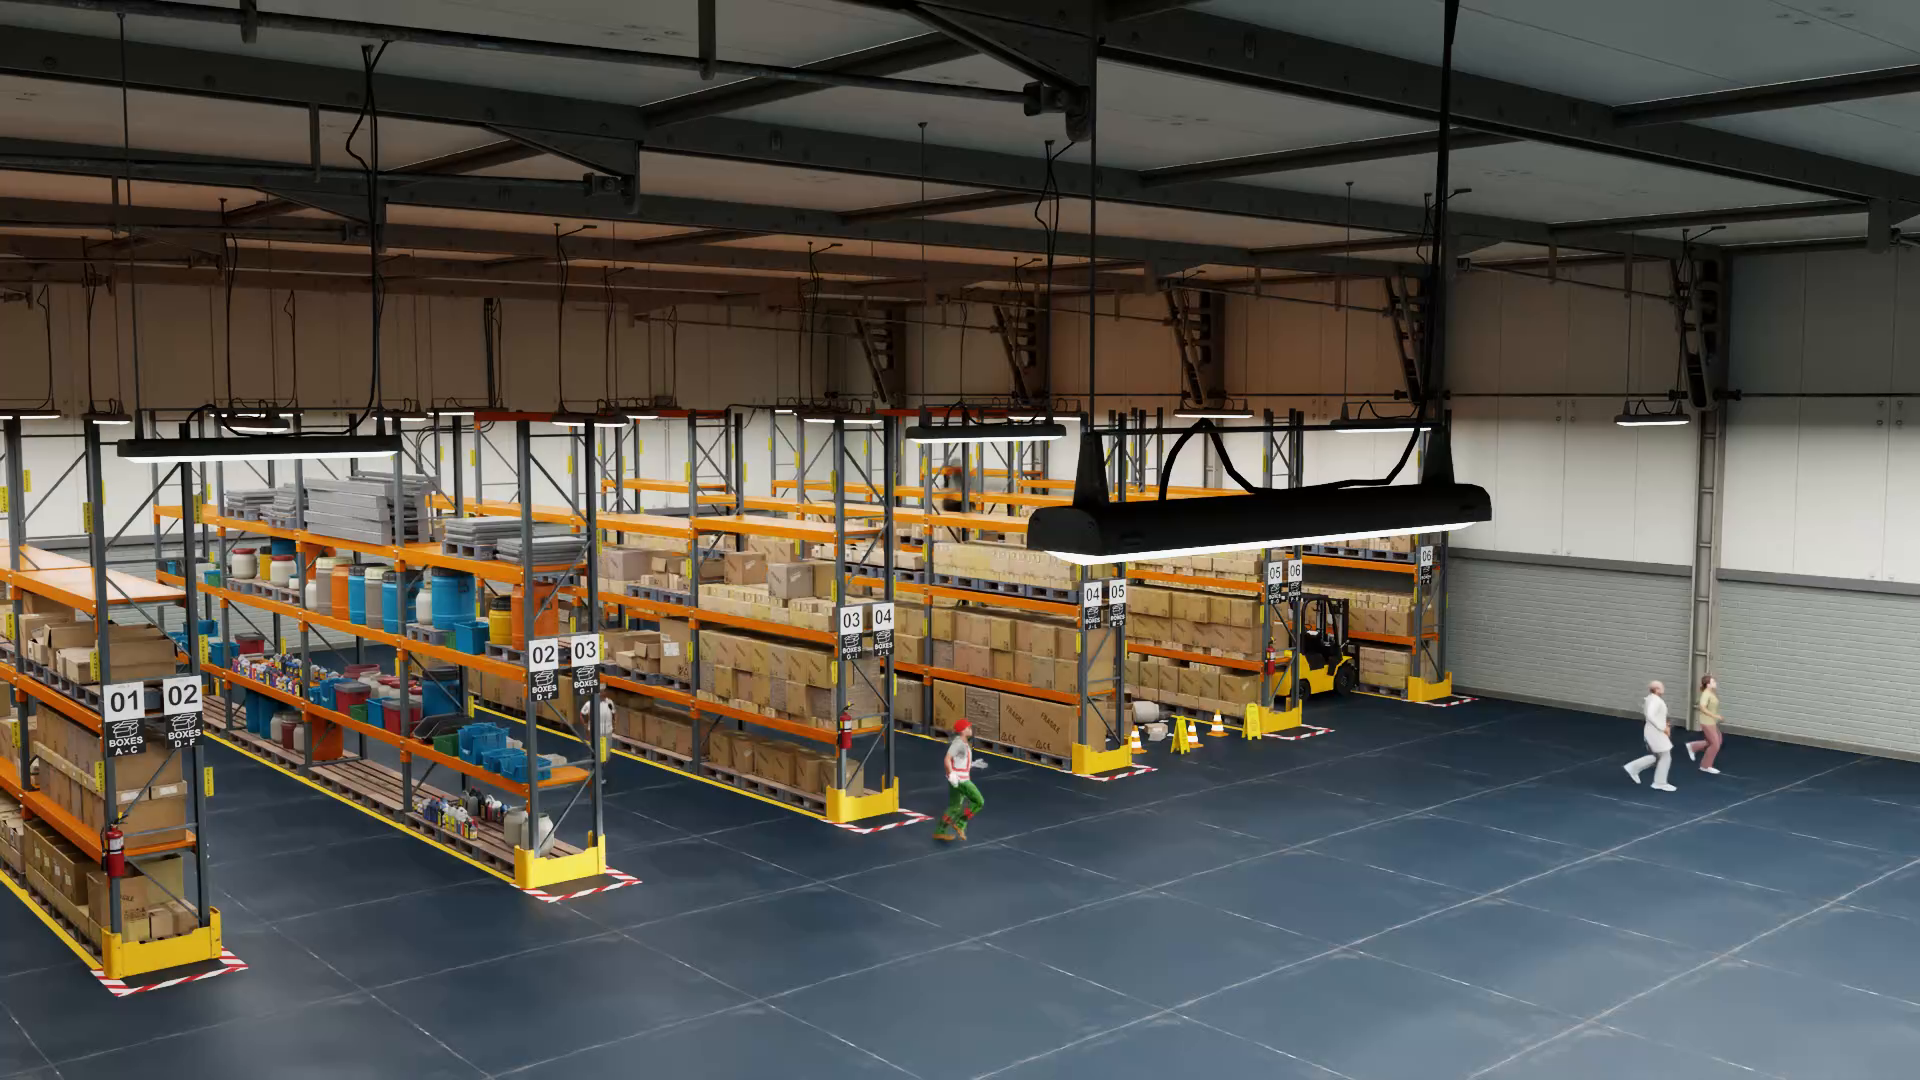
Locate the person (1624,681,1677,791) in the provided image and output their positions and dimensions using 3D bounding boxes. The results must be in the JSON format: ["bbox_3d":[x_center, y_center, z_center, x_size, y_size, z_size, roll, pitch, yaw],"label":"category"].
[{"bbox_3d":[11.072,3.123,26.594,0.794,1.762,0.720,1,5,11],"label":"person"}]

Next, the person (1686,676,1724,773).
[{"bbox_3d":[12.508,3.078,27.899,0.578,1.633,0.610,3,6,28],"label":"person"}]

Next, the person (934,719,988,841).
[{"bbox_3d":[0.014,3.387,23.524,0.778,1.731,0.574,-1,5,-6],"label":"person"}]

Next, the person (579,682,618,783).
[{"bbox_3d":[-5.782,3.125,26.886,0.628,1.670,0.536,-5,7,-44],"label":"person"}]
